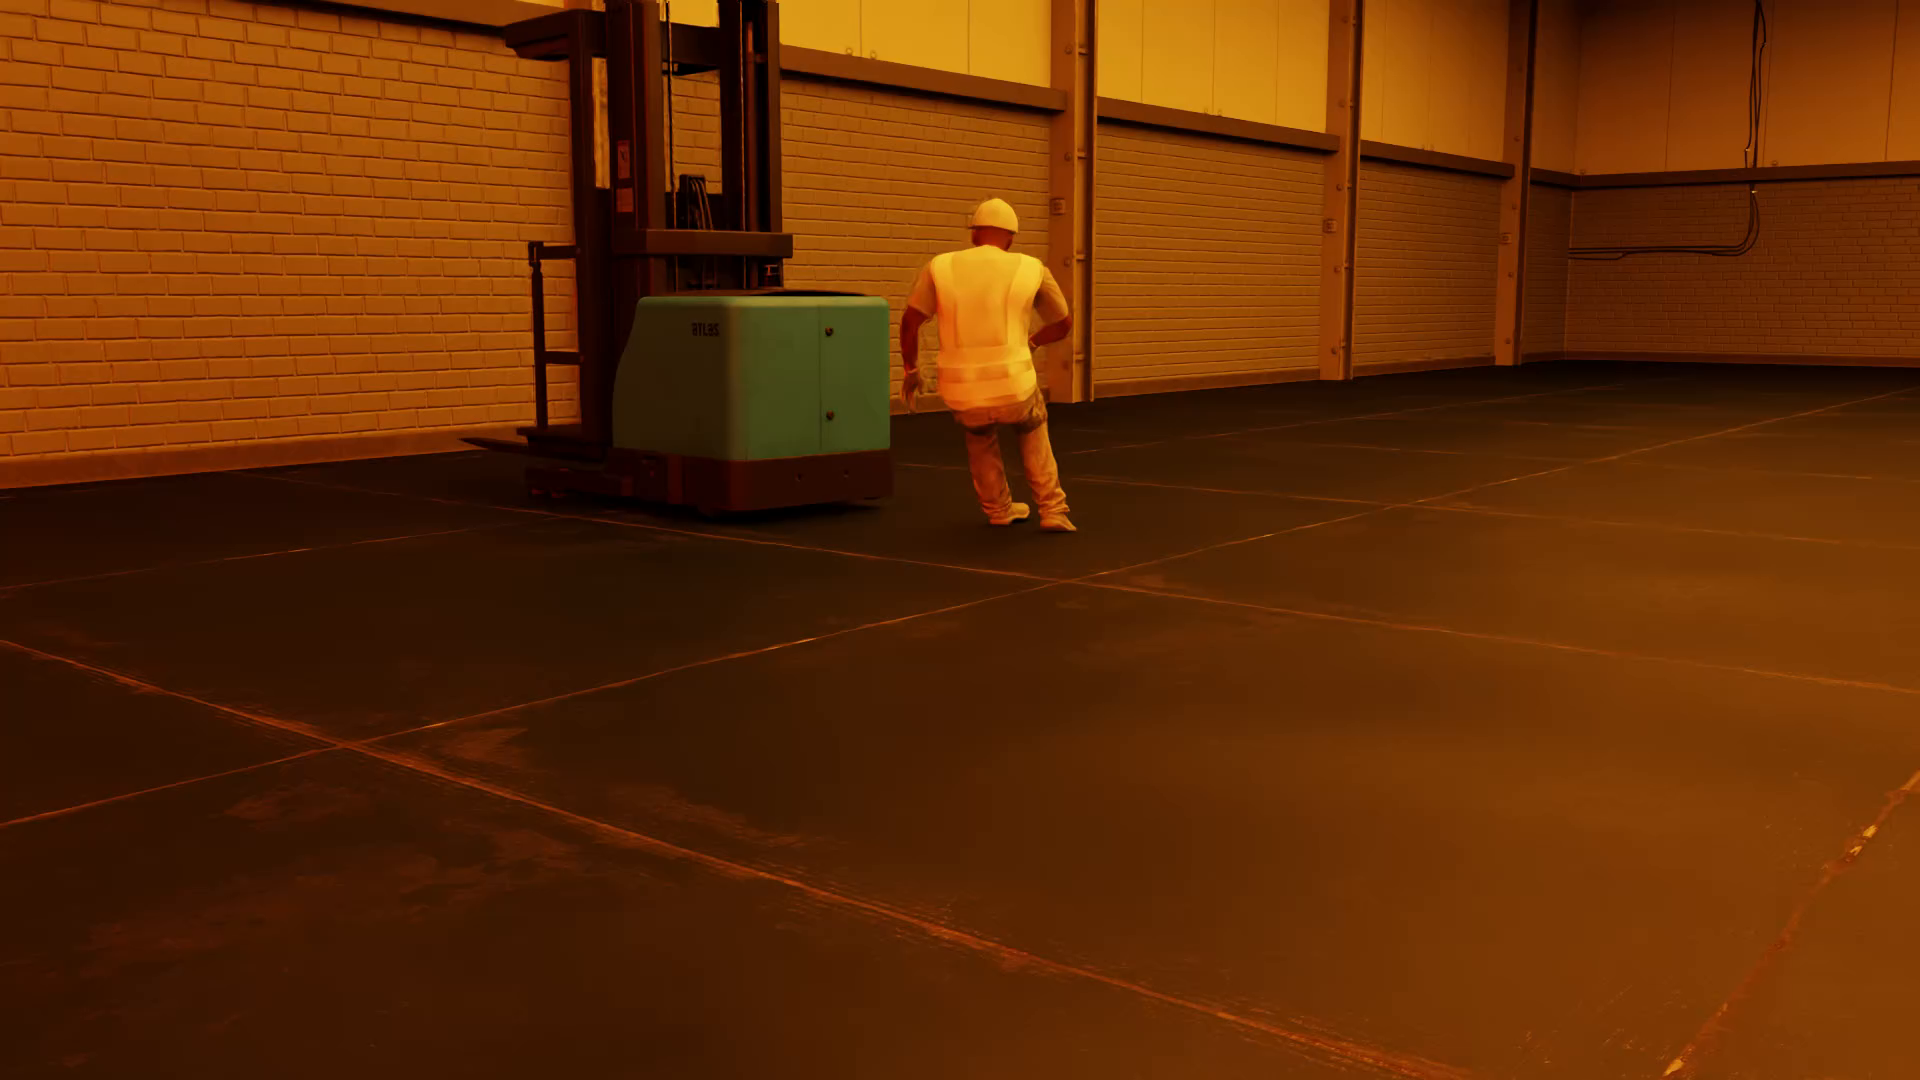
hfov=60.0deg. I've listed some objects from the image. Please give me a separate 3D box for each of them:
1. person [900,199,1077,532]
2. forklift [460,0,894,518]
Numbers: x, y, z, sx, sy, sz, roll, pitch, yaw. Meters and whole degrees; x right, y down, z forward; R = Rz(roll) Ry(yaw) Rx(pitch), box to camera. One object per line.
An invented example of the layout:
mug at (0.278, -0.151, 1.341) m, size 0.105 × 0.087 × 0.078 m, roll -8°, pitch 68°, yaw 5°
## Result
person at (0.148, -0.756, 7.598) m, size 0.818 × 1.562 × 0.919 m, roll 0°, pitch 8°, yaw 2°
forklift at (-1.725, -1.717, 9.014) m, size 1.130 × 2.935 × 3.031 m, roll -8°, pitch 12°, yaw -44°
